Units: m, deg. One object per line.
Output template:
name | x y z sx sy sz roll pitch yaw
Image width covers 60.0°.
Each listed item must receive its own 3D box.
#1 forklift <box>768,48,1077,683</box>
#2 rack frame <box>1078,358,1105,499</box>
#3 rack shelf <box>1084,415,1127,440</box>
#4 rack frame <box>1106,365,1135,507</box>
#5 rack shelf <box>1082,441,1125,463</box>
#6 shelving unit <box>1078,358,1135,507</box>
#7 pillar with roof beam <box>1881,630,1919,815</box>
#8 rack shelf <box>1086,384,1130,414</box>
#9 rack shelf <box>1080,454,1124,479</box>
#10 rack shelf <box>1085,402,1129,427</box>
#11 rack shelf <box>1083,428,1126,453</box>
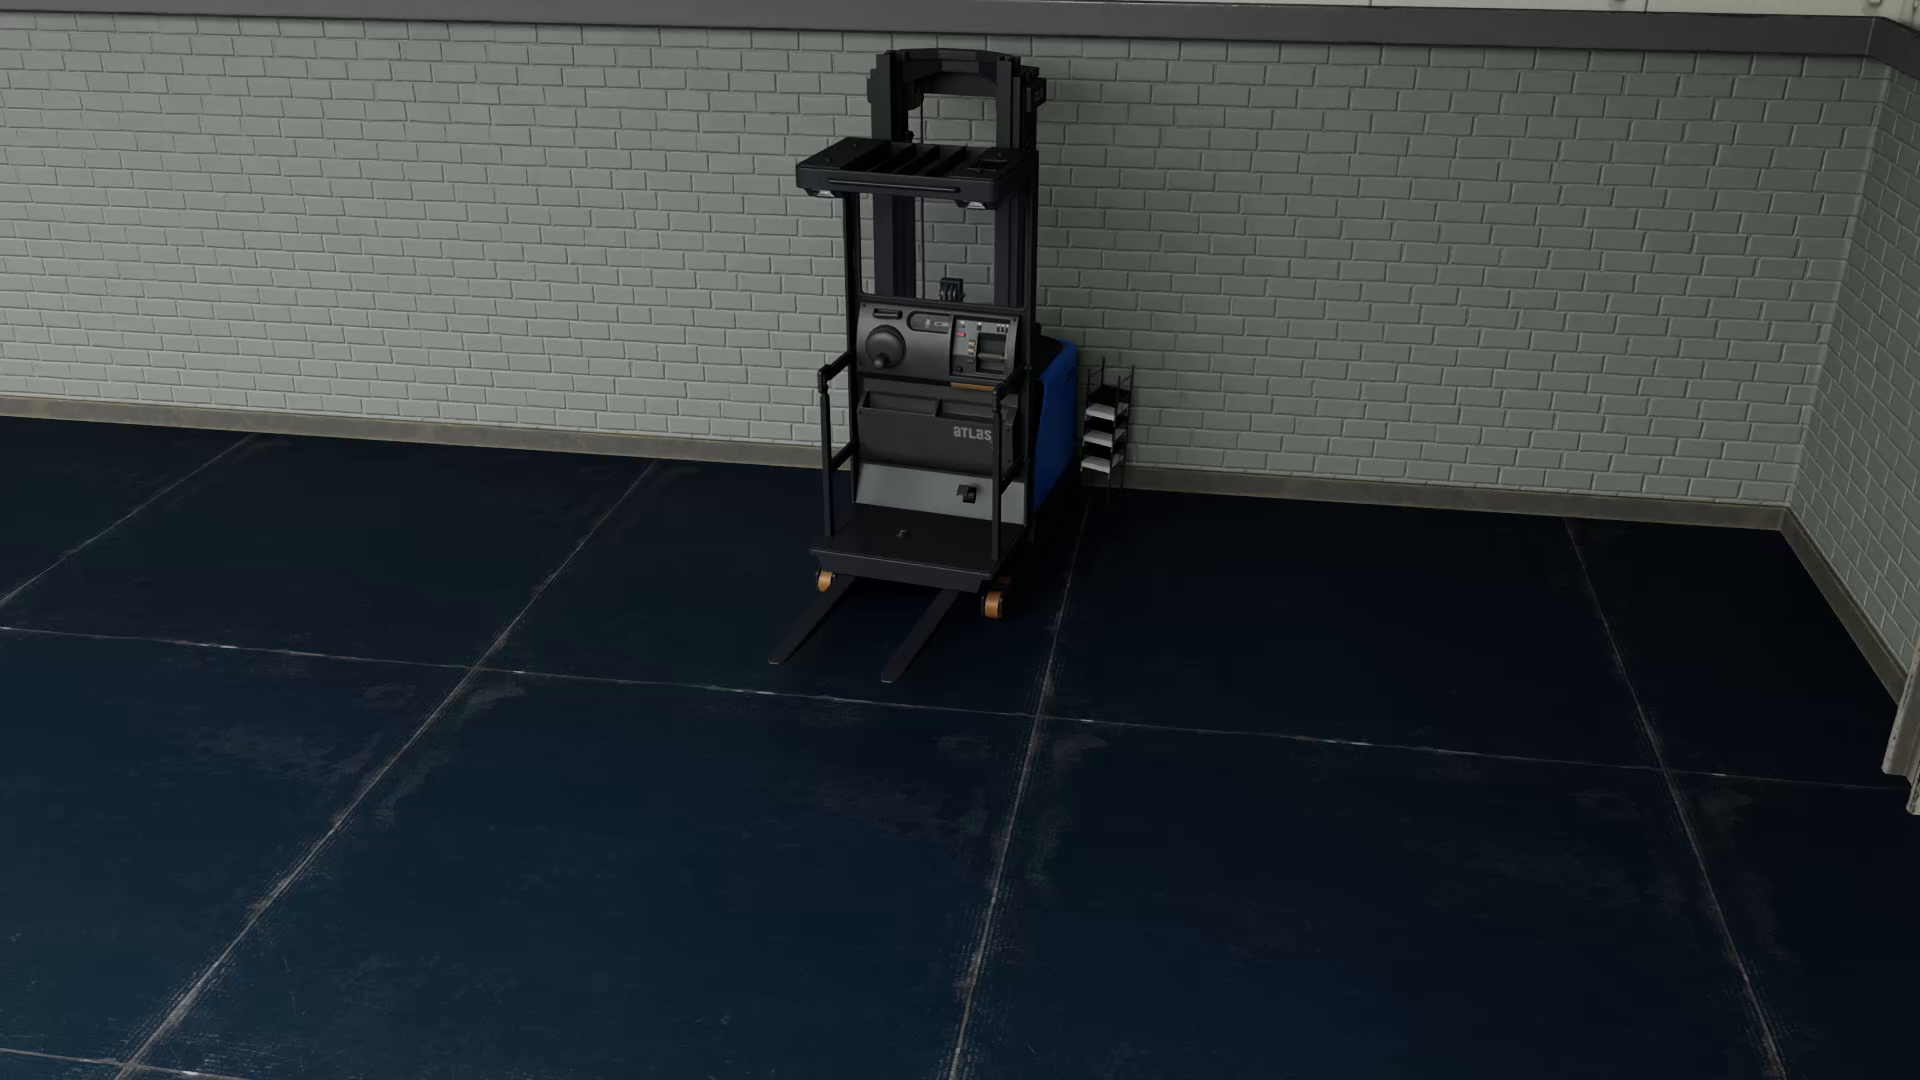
forklift | -0.191 -1.075 9.088 1.130 2.935 3.031 8 26 16
rack frame | 0.843 -0.710 10.682 0.006 0.900 0.240 16 29 24
rack shelf | 0.935 -0.736 10.615 0.200 0.077 0.258 16 29 24
rack frame | 1.022 -0.660 10.599 0.006 0.900 0.240 16 29 24
rack shelf | 0.926 -0.575 10.695 0.200 0.077 0.258 16 29 24
shelving unit | 0.932 -0.685 10.640 0.210 0.900 0.258 16 29 24
pillar with roof beam | 0.268 -3.197 6.466 9.100 9.000 0.400 4 25 9
rack shelf | 0.943 -0.897 10.535 0.200 0.077 0.258 16 29 24
rack shelf | 0.922 -0.494 10.735 0.200 0.077 0.258 16 29 24
rack shelf | 0.939 -0.816 10.575 0.200 0.077 0.258 16 29 24
rack shelf | 0.931 -0.655 10.655 0.200 0.077 0.258 16 29 24
